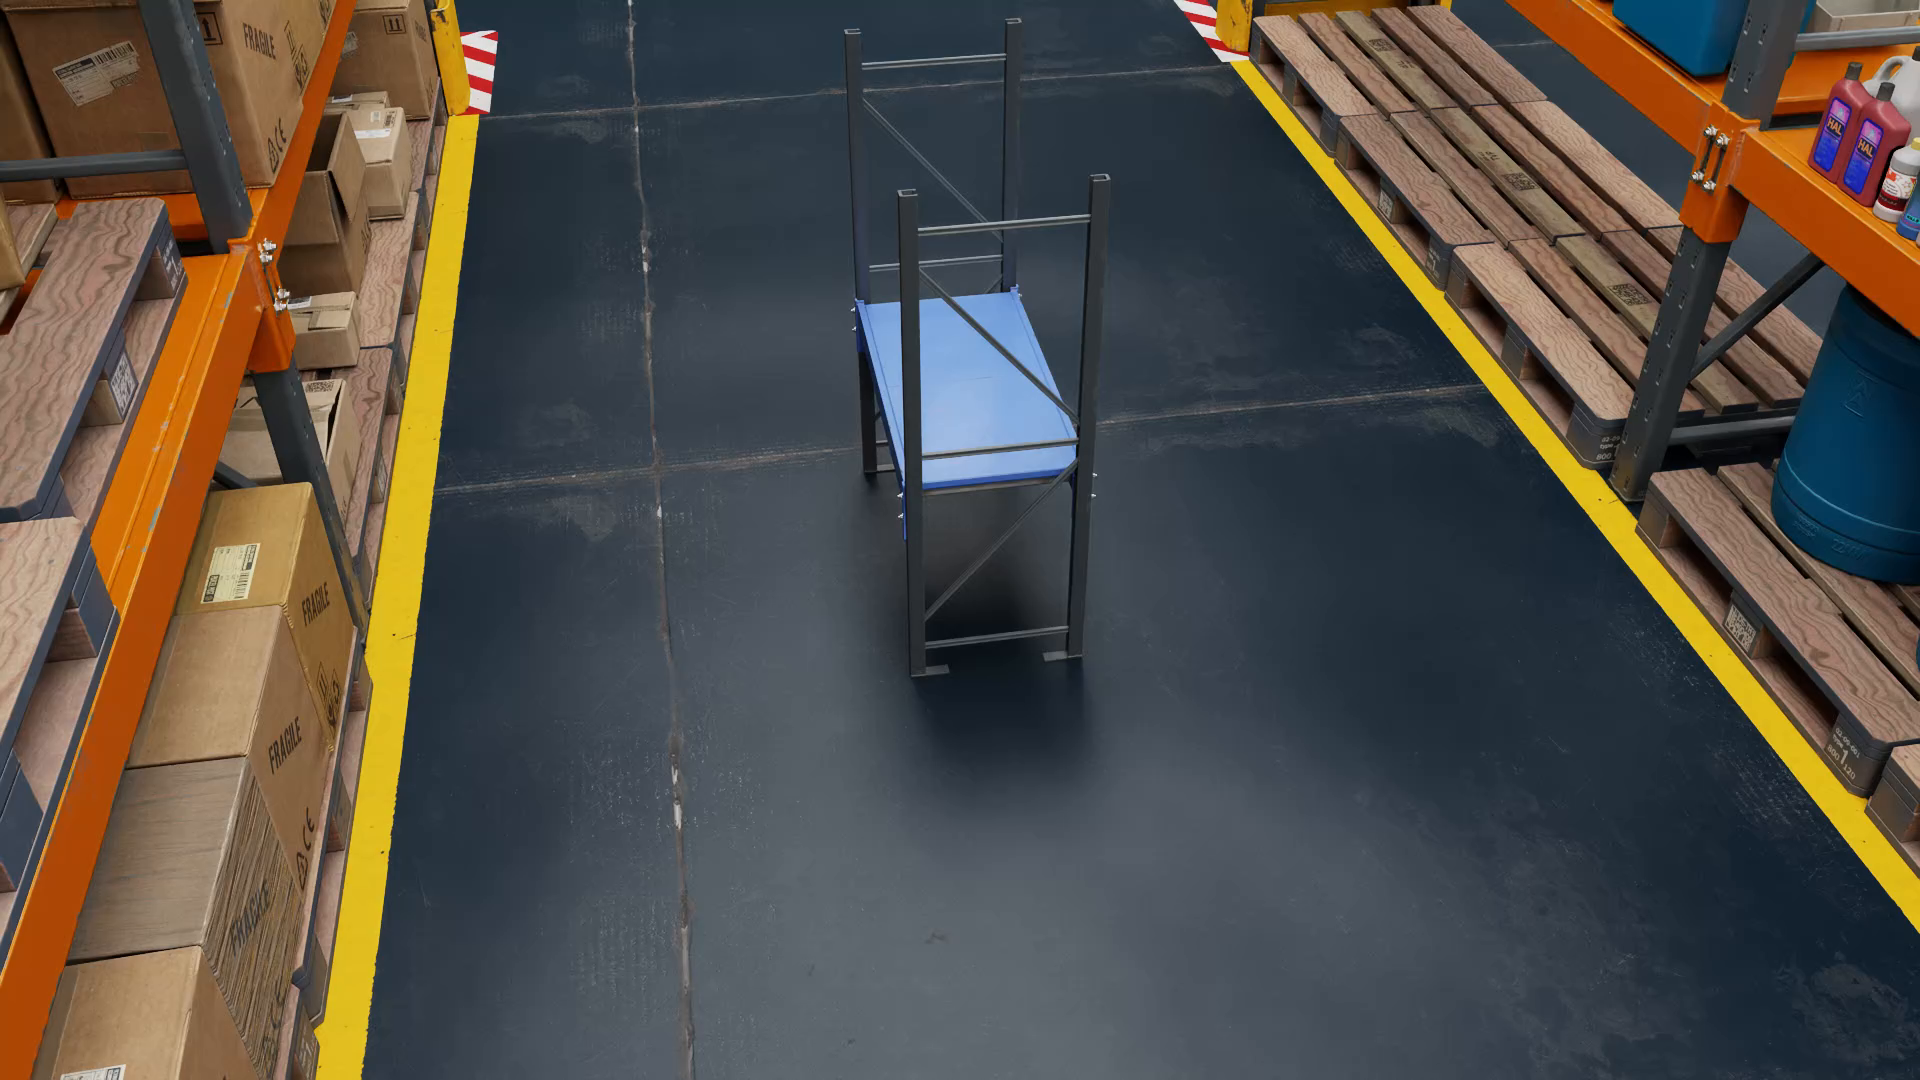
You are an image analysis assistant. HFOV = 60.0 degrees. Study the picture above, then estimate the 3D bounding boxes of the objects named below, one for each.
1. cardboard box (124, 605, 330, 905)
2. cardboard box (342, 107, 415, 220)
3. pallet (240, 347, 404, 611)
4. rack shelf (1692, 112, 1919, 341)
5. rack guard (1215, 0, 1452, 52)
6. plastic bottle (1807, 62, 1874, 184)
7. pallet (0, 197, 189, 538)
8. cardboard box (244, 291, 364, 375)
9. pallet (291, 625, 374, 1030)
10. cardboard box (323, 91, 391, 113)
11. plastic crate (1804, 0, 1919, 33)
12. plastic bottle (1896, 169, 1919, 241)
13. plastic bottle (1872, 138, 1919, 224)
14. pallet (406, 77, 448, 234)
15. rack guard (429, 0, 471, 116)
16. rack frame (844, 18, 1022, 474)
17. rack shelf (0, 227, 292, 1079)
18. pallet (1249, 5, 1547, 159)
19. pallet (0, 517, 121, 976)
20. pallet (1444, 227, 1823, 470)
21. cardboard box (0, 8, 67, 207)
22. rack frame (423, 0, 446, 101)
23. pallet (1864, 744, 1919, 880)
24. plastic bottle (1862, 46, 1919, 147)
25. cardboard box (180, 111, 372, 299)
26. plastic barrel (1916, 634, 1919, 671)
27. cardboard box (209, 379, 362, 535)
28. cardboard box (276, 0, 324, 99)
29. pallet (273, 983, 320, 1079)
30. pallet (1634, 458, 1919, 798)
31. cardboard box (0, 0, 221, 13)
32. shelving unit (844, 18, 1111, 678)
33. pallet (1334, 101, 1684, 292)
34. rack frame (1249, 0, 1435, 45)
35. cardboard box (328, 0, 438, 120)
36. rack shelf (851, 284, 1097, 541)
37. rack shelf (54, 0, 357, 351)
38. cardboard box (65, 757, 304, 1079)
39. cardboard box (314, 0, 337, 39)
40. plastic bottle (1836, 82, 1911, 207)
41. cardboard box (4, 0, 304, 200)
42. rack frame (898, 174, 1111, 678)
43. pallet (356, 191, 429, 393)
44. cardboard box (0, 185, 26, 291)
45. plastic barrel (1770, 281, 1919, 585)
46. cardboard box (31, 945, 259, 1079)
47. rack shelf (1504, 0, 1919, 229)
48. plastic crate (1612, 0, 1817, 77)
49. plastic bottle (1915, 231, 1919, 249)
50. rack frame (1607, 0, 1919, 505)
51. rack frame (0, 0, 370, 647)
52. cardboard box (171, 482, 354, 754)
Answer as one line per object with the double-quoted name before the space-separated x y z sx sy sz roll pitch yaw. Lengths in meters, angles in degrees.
"cardboard box" -1.790 0.521 3.813 0.500 0.500 0.500 -6 38 -8
"cardboard box" -2.464 -1.484 6.598 0.500 0.250 0.500 -6 38 -8
"pallet" -2.357 -0.172 5.300 1.003 0.211 1.213 -6 38 -8
"rack shelf" 2.991 0.103 3.259 1.077 0.370 4.000 -6 38 -8
"rack guard" 1.922 -2.831 8.487 1.175 0.500 0.348 -6 38 -8
"plastic bottle" 2.284 -1.076 4.285 0.061 0.283 0.133 -6 38 -8
"pallet" -2.204 -0.289 3.333 1.003 0.211 1.213 -6 38 -8
"cardboard box" -2.259 -0.712 5.672 0.380 0.166 0.250 -6 38 -8
"pallet" -2.057 0.730 4.139 1.003 0.211 1.213 -6 38 -8
"cardboard box" -2.618 -1.773 7.039 0.380 0.166 0.250 -6 38 -8
"plastic crate" 2.699 -1.605 5.037 0.396 0.136 0.243 -6 38 -8
"plastic bottle" 2.363 -0.864 4.022 0.097 0.271 0.097 0 38 0
"plastic bottle" 2.346 -0.895 4.119 0.097 0.201 0.097 0 38 0
"pallet" -2.784 -1.646 7.197 1.003 0.211 1.213 -6 38 -8
"rack guard" -2.925 -2.242 7.728 1.175 0.500 0.348 -6 38 -8
"rack frame" -0.074 -0.848 5.119 0.500 1.500 0.032 -6 38 -8
"rack shelf" -1.886 0.633 2.576 1.077 0.370 4.000 -6 38 -8
"pallet" 2.045 -2.202 7.912 1.003 0.211 1.213 -6 38 -8
"pallet" -1.881 0.459 2.371 1.003 0.211 1.213 -6 38 -8
"pallet" 2.473 -0.728 6.015 1.003 0.211 1.213 -6 38 -8
"cardboard box" -2.577 -1.173 4.233 0.500 0.500 0.500 -6 38 -7
"rack frame" -2.938 -3.275 7.020 1.000 3.000 0.127 -6 38 -8
"pallet" 2.952 0.921 3.893 1.003 0.211 1.213 -6 38 -8
"plastic bottle" 2.390 -1.098 4.259 0.144 0.351 0.185 -6 38 -8
"cardboard box" -2.572 -1.181 6.001 0.797 0.503 0.637 -6 38 -8
"plastic barrel" 2.843 0.032 4.132 0.600 0.901 0.708 -6 38 -8
"cardboard box" -2.098 -0.248 4.957 0.500 0.311 0.500 -6 38 -8
"cardboard box" -2.151 -1.544 4.711 0.500 0.500 0.500 -6 38 -7
"pallet" -1.840 1.468 3.188 1.003 0.211 1.213 -6 38 -8
"pallet" 2.734 0.182 4.843 1.003 0.211 1.213 -6 38 -8
"cardboard box" -2.043 -1.608 3.978 0.500 0.500 0.500 -5 38 -7
"shelving unit" 0.015 -0.541 4.724 0.538 1.500 1.048 -6 38 -8
"pallet" 2.256 -1.467 6.966 1.003 0.211 1.213 -6 38 -8
"rack frame" 1.939 -3.805 7.703 1.000 3.000 0.127 -6 38 -8
"cardboard box" -2.601 -2.160 7.264 0.500 0.500 0.500 -6 38 -8
"rack shelf" 0.015 -0.399 4.834 0.538 0.185 1.000 -6 38 -8
"rack shelf" -2.588 -1.783 5.686 1.077 0.370 4.000 -6 38 -8
"cardboard box" -1.703 0.824 3.423 0.500 0.500 0.500 -6 38 -7
"cardboard box" -2.237 -1.847 5.101 0.500 0.500 0.500 -6 38 -8
"plastic bottle" 2.308 -0.995 4.181 0.061 0.283 0.133 -6 38 -8
"cardboard box" -2.058 -1.235 4.314 0.500 0.500 0.500 -5 38 -7
"rack frame" 0.104 -0.234 4.328 0.500 1.500 0.032 -6 38 -8
"pallet" -2.574 -0.911 6.251 1.003 0.211 1.213 -6 38 -8
"cardboard box" -2.374 -0.754 3.352 0.700 0.500 0.500 -19 42 -23
"plastic barrel" 2.719 -0.396 4.683 0.600 0.901 0.708 -6 38 -8
"cardboard box" -1.611 1.131 3.028 0.500 0.500 0.500 -7 38 -9
"rack shelf" 2.290 -2.313 6.369 1.077 0.370 4.000 -6 38 -8
"plastic crate" 2.223 -1.652 4.896 0.392 0.384 0.575 -6 38 -8
"plastic bottle" 2.410 -0.799 3.934 0.152 0.276 0.135 -6 38 -8
"rack frame" 2.640 -1.389 4.593 1.000 3.000 0.127 -6 38 -8
"rack frame" -2.237 -0.859 3.911 1.000 3.000 0.127 -6 38 -8
"cardboard box" -1.868 0.222 4.198 0.500 0.500 0.500 -6 38 -8
